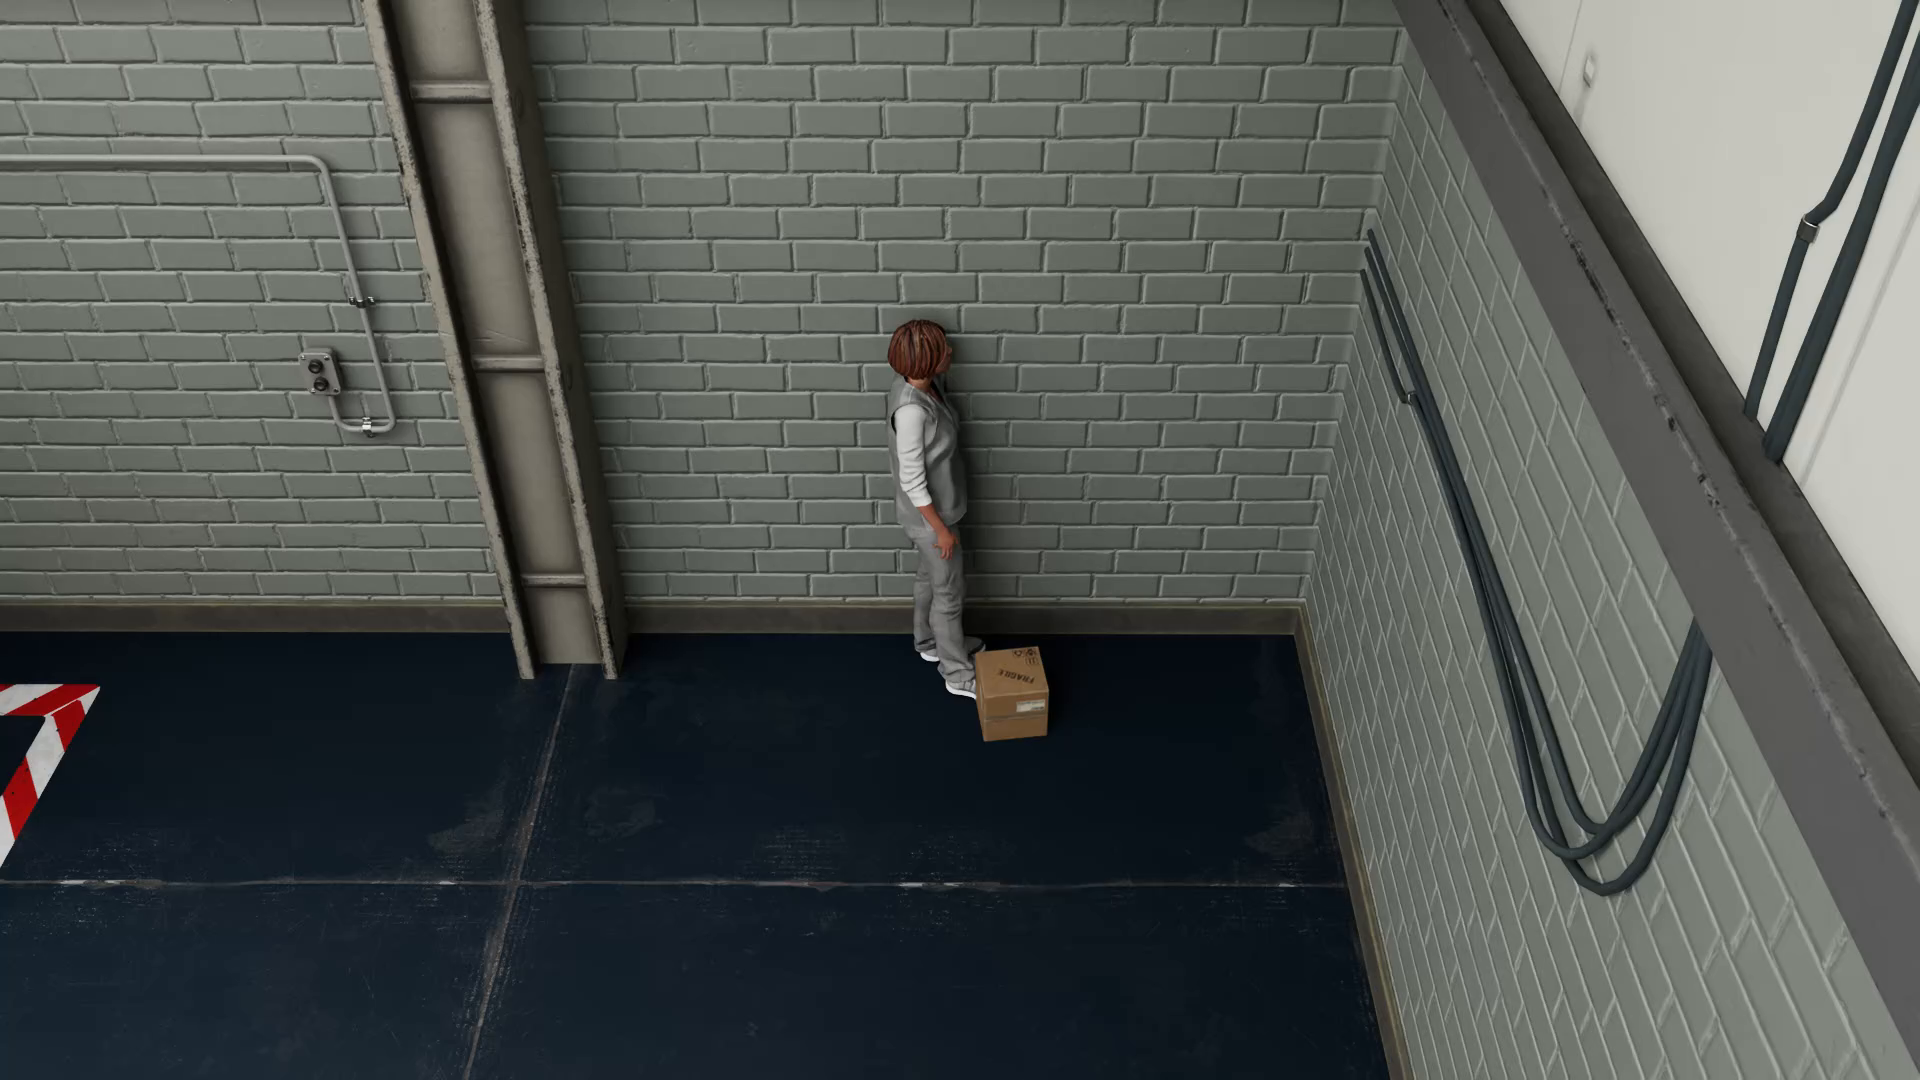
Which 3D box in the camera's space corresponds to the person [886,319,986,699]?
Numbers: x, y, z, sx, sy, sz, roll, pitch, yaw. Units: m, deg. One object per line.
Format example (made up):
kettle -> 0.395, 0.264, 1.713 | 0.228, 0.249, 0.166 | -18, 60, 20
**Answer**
person -> -0.030, -0.124, 6.296 | 0.475, 1.596, 0.520 | 0, 40, 0
